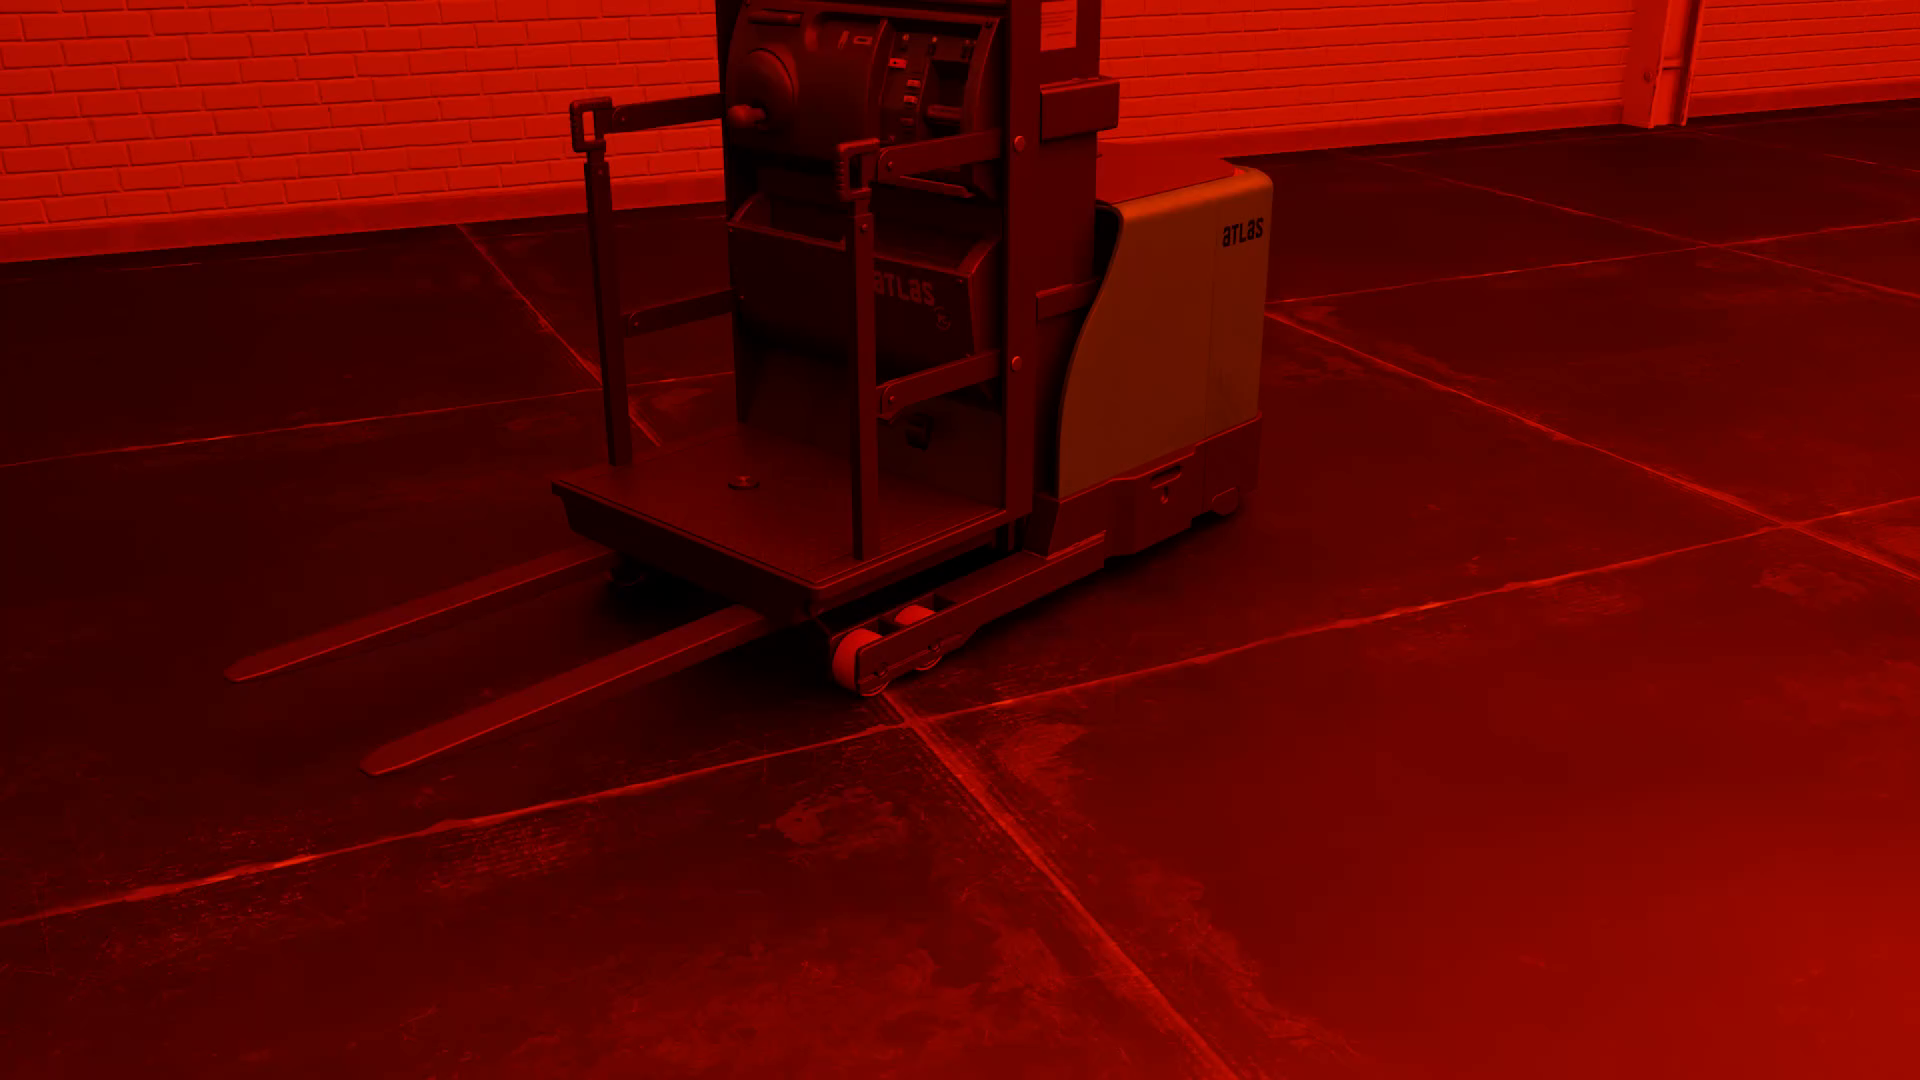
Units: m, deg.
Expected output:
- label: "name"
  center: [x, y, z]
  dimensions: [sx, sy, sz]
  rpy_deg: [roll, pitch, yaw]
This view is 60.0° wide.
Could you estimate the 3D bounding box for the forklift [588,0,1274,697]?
- label: "forklift"
  center: [-0.042, -1.295, 4.519]
  dimensions: [1.129, 2.843, 1.939]
  rpy_deg: [19, 29, 39]
